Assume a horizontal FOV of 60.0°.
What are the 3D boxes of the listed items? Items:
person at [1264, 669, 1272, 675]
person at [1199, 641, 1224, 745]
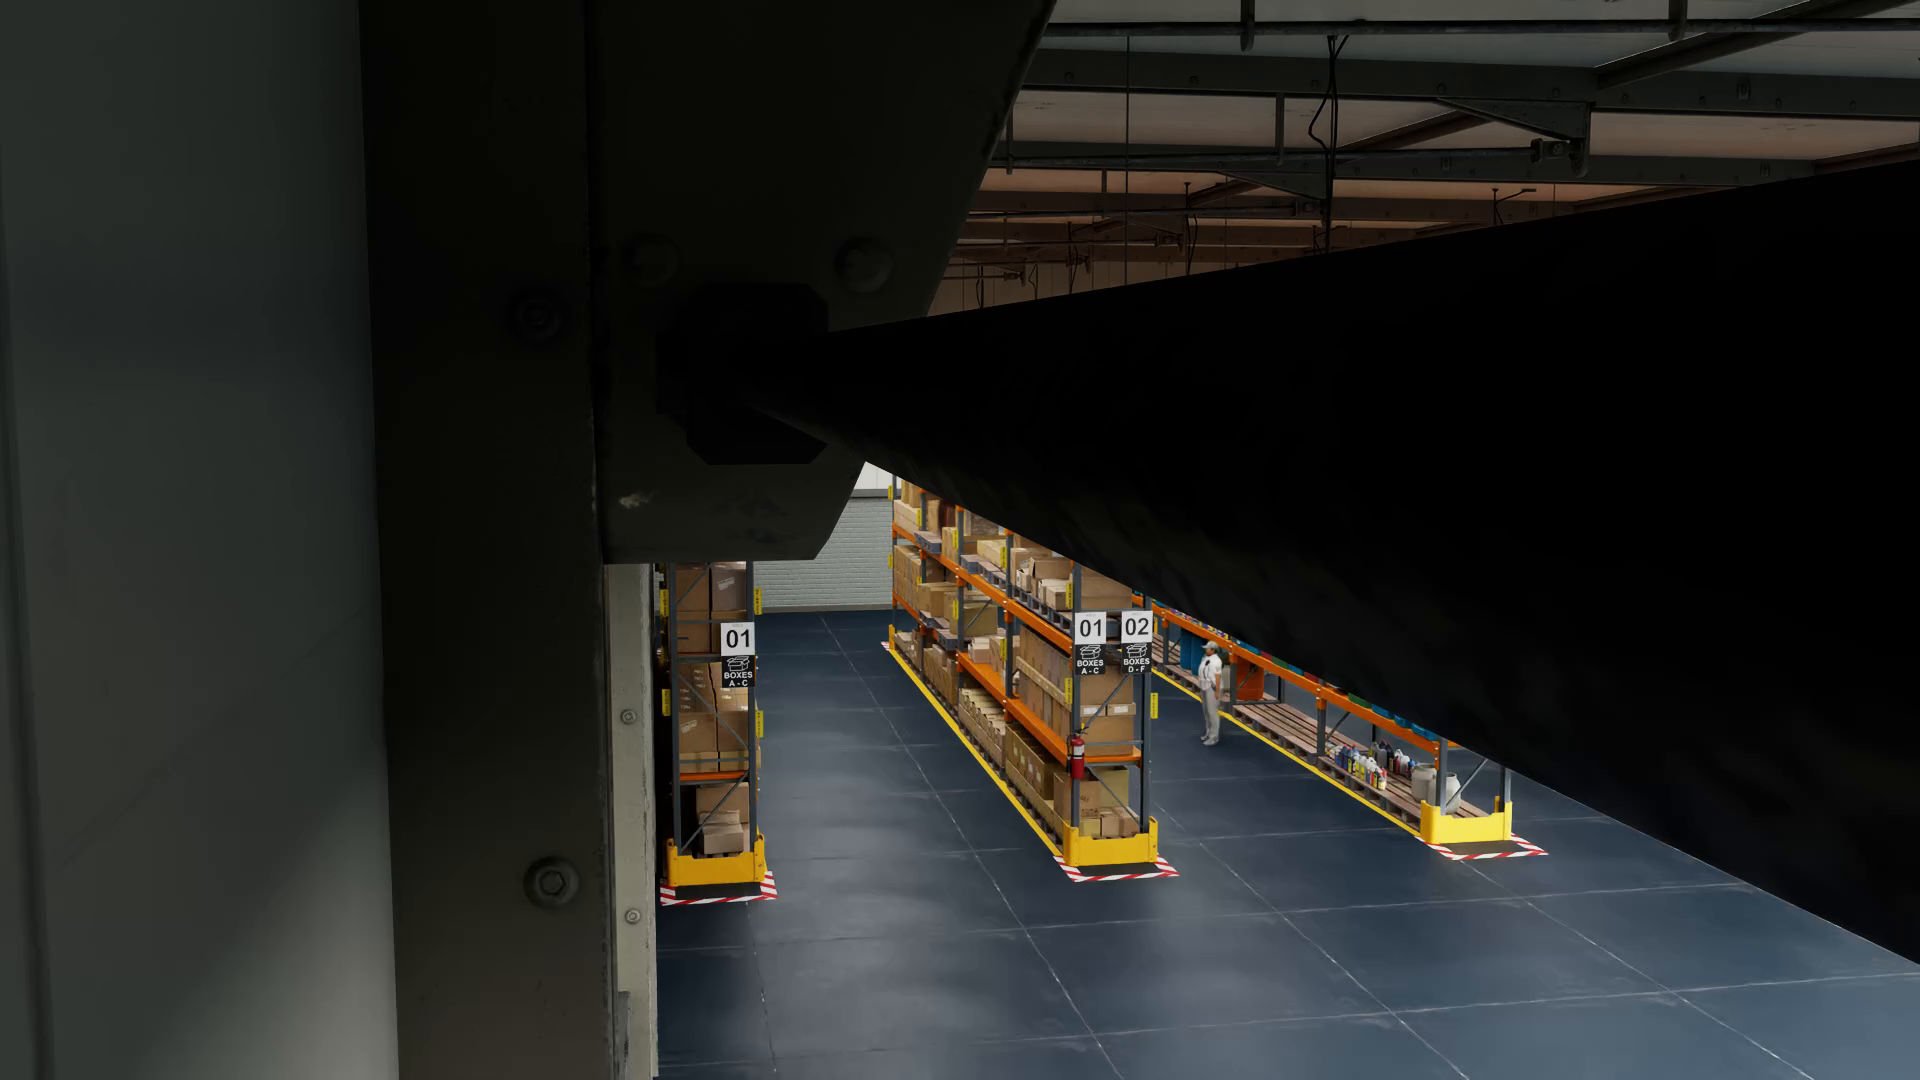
[{"bbox_3d":[6.121,1.826,33.499,0.385,1.778,0.549,1,6,6],"label":"person"},{"bbox_3d":[4.166,2.524,27.656,0.438,1.679,0.597,-2,6,-15],"label":"person"}]
